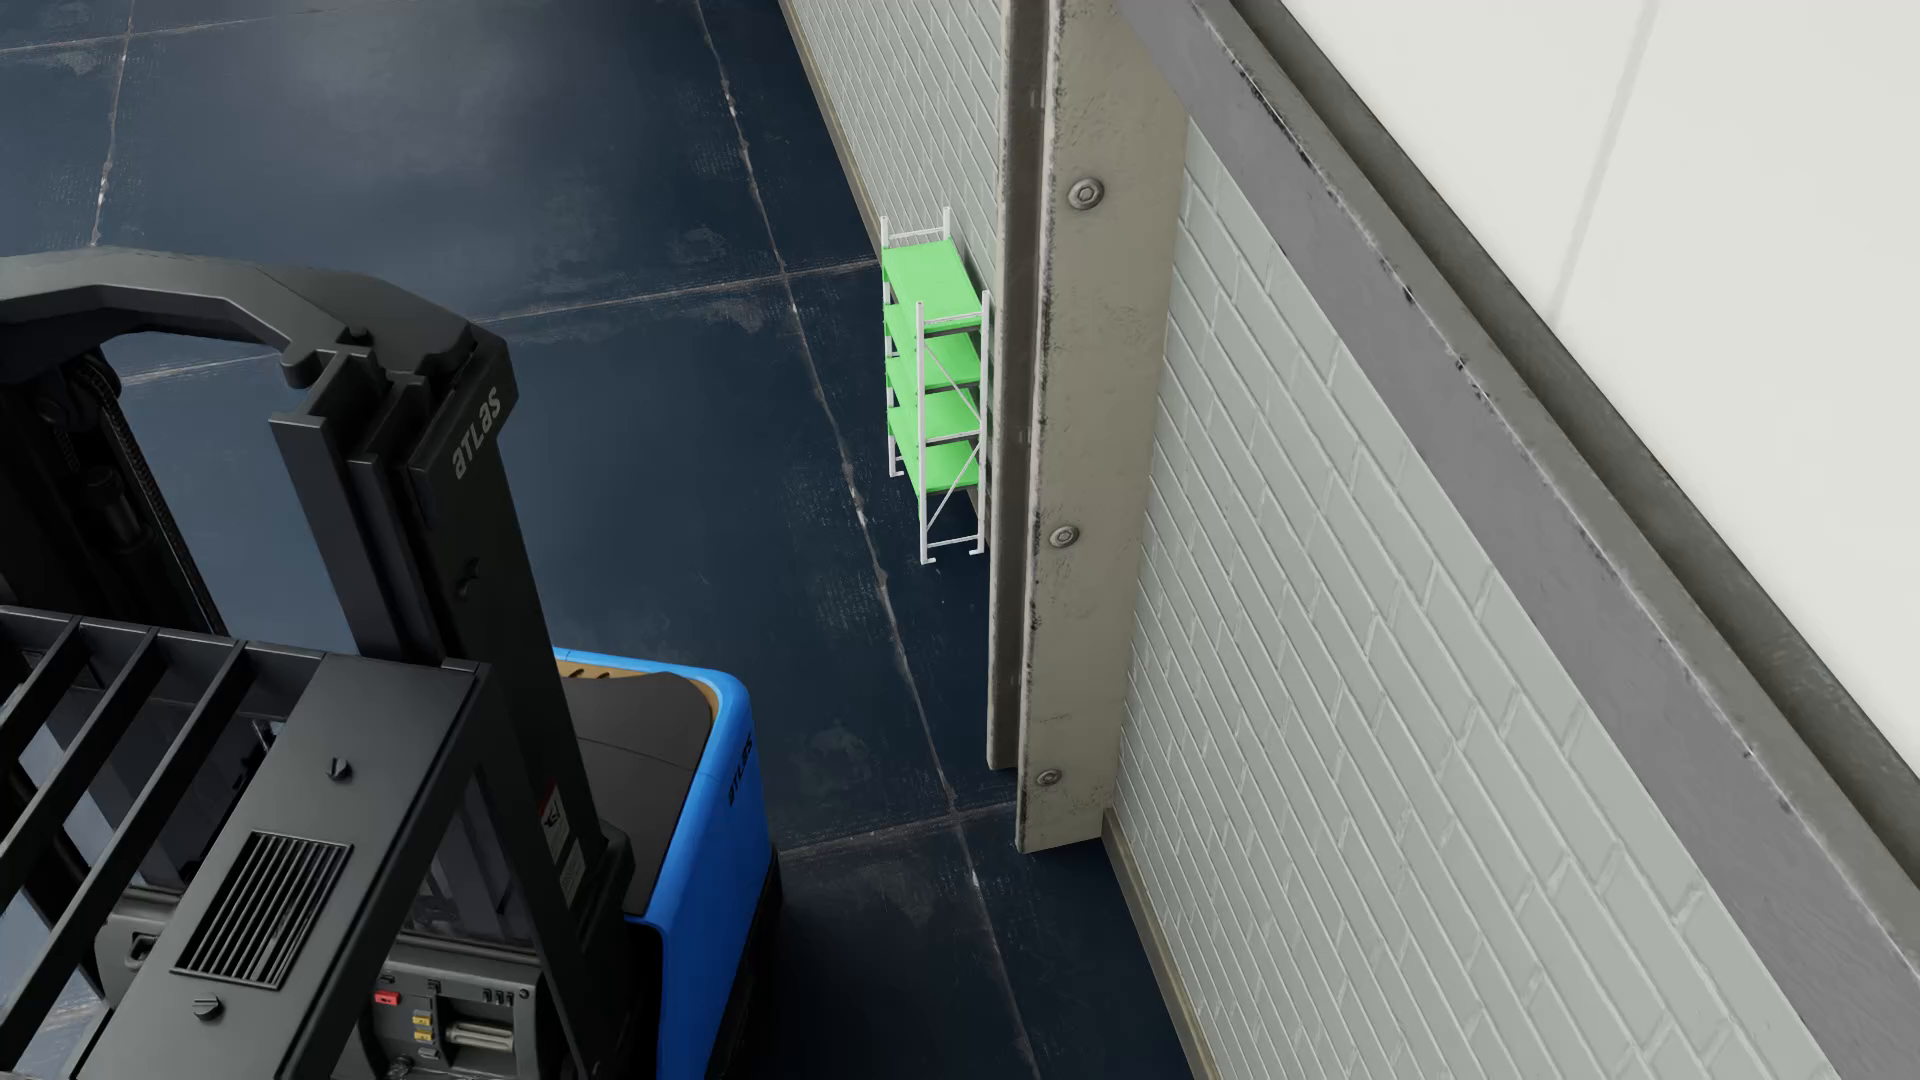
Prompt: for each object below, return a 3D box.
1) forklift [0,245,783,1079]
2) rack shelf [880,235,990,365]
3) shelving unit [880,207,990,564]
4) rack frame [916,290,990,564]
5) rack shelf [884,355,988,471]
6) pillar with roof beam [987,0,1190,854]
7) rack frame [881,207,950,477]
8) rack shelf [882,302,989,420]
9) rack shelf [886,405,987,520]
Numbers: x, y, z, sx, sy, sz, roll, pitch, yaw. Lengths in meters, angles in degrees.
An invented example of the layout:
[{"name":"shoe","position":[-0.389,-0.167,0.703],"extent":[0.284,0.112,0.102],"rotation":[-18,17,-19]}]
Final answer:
[{"name":"forklift","position":[-1.311,1.056,3.163],"extent":[1.130,2.935,3.031],"rotation":[7,46,7]},{"name":"rack shelf","position":[-0.087,-0.817,5.627],"extent":[0.258,0.148,0.480],"rotation":[-11,47,-11]},{"name":"shelving unit","position":[-0.089,-0.525,5.924],"extent":[0.258,1.200,0.503],"rotation":[-11,47,-11]},{"name":"rack frame","position":[-0.025,-0.357,5.759],"extent":[0.240,1.200,0.015],"rotation":[-11,47,-11]},{"name":"rack shelf","position":[-0.090,-0.480,5.969],"extent":[0.258,0.148,0.480],"rotation":[-11,47,-11]},{"name":"pillar with roof beam","position":[-3.875,-1.530,1.449],"extent":[9.100,9.000,0.400],"rotation":[-11,47,-10]},{"name":"rack frame","position":[-0.154,-0.693,6.088],"extent":[0.240,1.200,0.015],"rotation":[-11,47,-11]},{"name":"rack shelf","position":[-0.089,-0.648,5.798],"extent":[0.258,0.148,0.480],"rotation":[-11,47,-11]},{"name":"rack shelf","position":[-0.091,-0.312,6.140],"extent":[0.258,0.148,0.480],"rotation":[-11,47,-11]}]
